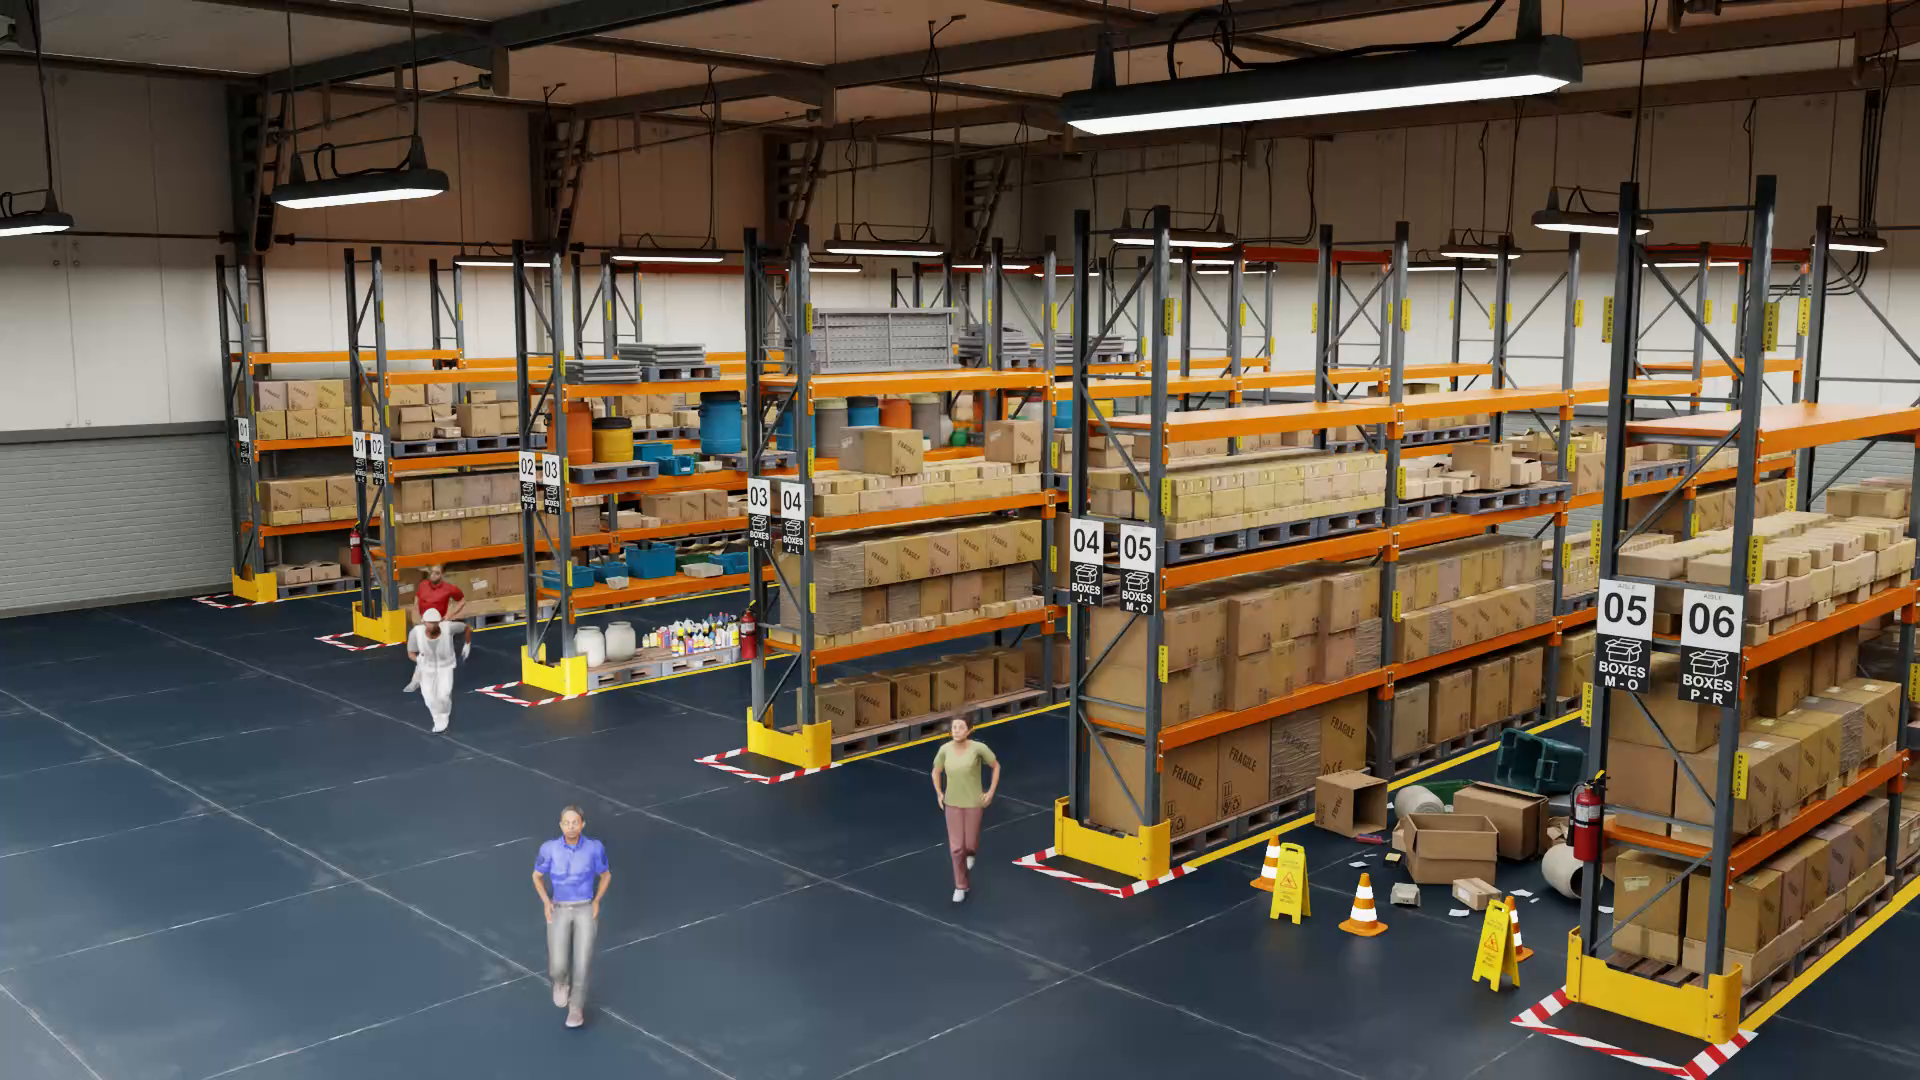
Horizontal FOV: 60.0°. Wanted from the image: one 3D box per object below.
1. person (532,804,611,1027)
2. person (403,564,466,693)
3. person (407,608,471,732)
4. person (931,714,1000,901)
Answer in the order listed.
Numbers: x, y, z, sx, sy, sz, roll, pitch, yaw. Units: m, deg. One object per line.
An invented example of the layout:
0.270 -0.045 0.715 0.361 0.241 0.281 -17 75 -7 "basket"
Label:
-2.777 2.697 11.943 0.554 1.598 0.546 -2 8 -13 "person"
-7.064 1.160 22.484 0.691 1.704 0.941 3 9 21 "person"
-6.192 1.565 19.823 0.713 1.615 0.910 -2 8 -12 "person"
0.050 2.312 14.605 0.600 1.648 0.635 2 8 11 "person"
